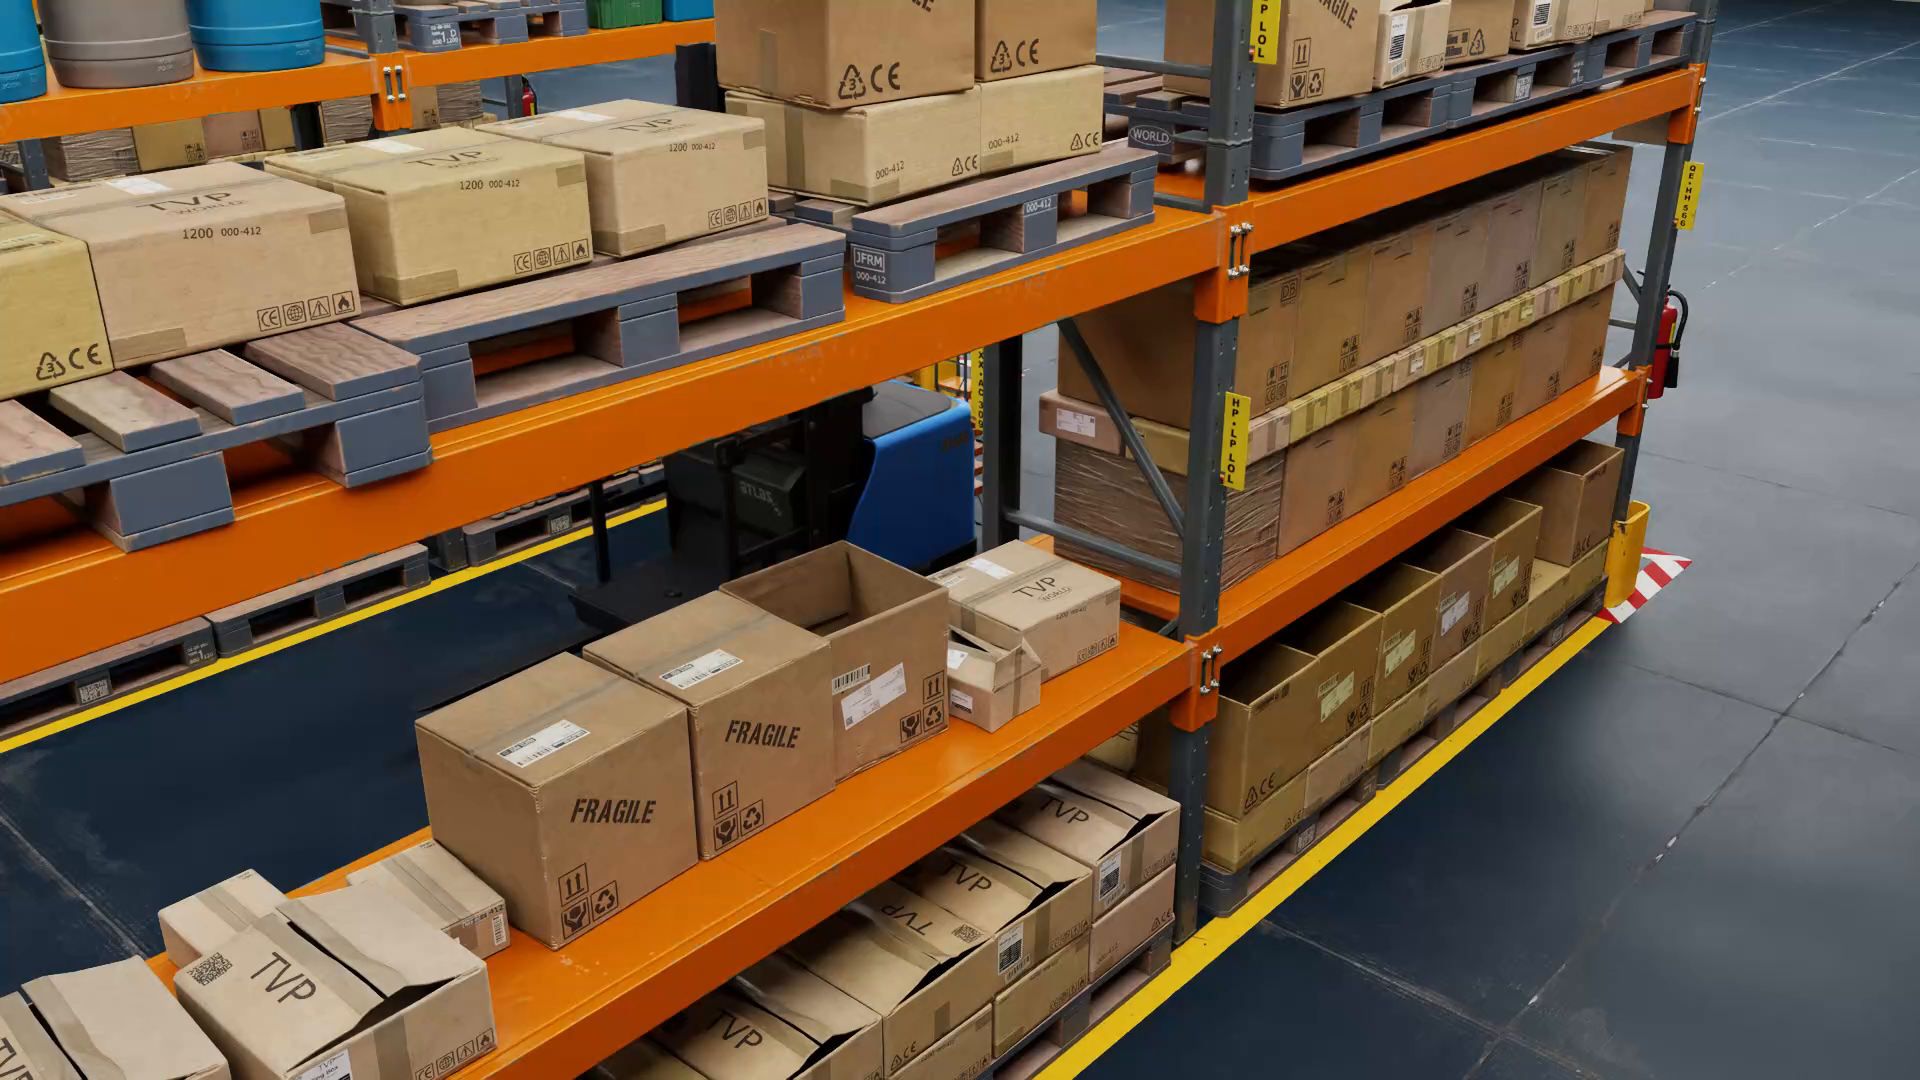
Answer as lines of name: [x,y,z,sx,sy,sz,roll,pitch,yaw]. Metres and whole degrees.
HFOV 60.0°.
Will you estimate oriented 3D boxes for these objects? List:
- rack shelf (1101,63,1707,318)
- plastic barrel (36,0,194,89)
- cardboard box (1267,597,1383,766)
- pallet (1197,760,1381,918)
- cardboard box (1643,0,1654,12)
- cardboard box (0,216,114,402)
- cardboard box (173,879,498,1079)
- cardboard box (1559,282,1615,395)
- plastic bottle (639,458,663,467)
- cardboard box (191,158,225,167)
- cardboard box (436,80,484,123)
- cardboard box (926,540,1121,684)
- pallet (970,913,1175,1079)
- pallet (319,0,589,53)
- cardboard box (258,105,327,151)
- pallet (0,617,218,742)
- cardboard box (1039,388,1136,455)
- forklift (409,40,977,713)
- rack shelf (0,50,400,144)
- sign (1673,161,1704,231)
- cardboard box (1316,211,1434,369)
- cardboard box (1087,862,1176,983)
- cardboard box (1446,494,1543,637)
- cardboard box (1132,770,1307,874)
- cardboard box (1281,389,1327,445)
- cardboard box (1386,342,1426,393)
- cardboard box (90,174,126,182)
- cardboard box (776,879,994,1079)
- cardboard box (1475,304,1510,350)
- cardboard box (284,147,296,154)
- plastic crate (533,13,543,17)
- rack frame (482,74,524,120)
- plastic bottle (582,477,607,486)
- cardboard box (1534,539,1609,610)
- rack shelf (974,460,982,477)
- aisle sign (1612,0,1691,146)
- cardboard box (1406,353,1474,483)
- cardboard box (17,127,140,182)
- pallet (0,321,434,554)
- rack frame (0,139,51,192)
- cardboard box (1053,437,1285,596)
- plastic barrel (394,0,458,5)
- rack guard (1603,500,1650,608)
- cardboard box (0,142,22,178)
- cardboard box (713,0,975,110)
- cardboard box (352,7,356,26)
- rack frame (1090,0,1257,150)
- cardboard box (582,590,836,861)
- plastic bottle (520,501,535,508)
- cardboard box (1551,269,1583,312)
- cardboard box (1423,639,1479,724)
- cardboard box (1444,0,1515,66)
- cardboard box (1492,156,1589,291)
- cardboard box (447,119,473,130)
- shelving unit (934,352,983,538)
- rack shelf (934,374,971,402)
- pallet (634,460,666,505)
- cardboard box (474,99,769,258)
rack shelf: [1.829,-1.628,6.927,1.077,0.370,4.000,20,31,38]
plastic barrel: [-3.806,-2.516,7.415,0.600,0.901,0.600,0,24,0]
cardboard box: [1.365,0.533,6.827,0.500,0.500,0.500,20,31,38]
pallet: [1.056,1.063,7.120,1.003,0.211,1.213,20,31,38]
cardboard box: [2.777,-2.694,7.615,0.637,0.503,0.797,-22,32,-39]
cardboard box: [-1.915,-0.405,2.990,0.500,0.250,0.500,17,29,34]
cardboard box: [-1.434,1.062,3.825,0.500,0.311,0.500,20,31,37]
cardboard box: [2.843,-1.104,8.423,0.700,0.500,0.500,20,31,38]
plastic bottle: [-1.935,-0.643,10.219,0.144,0.351,0.185,20,31,37]
cardboard box: [-5.833,-2.853,12.754,0.380,0.149,0.250,20,31,38]
cardboard box: [-4.598,-3.924,14.350,0.875,0.500,0.500,20,31,38]
cardboard box: [0.198,0.252,5.704,0.500,0.250,0.500,-22,32,-40]
pallet: [0.031,1.529,6.081,1.003,0.211,1.213,20,31,38]
pallet: [-2.783,-2.861,9.028,1.213,0.211,1.003,20,31,38]
cardboard box: [-5.551,-3.449,13.291,0.875,0.500,0.500,20,31,38]
pallet: [-4.502,0.564,8.234,1.003,0.211,1.213,20,31,38]
cardboard box: [0.516,-0.461,6.197,0.380,0.149,0.250,20,31,37]
forklift: [-1.251,-0.754,7.849,1.130,2.935,3.031,20,31,37]
rack shelf: [-4.527,-1.763,7.228,1.077,0.370,4.000,20,31,38]
sign: [3.559,-1.681,8.127,0.100,0.325,0.005,20,31,38]
cardboard box: [1.457,-1.059,6.738,0.700,0.500,0.500,20,31,37]
cardboard box: [0.433,1.291,6.053,0.500,0.250,0.500,20,31,37]
cardboard box: [2.371,0.077,7.842,0.500,0.500,0.500,20,31,38]
cardboard box: [1.029,1.027,6.642,0.500,0.250,0.500,20,31,38]
cardboard box: [1.156,-0.504,6.293,0.380,0.149,0.250,19,30,36]
cardboard box: [1.675,-0.742,6.824,0.380,0.149,0.250,19,30,36]
cardboard box: [-6.337,-2.625,12.246,0.380,0.149,0.250,20,31,38]
cardboard box: [-0.240,1.342,5.252,0.500,0.311,0.500,20,31,37]
cardboard box: [2.187,-0.975,7.343,0.380,0.149,0.250,21,32,39]
cardboard box: [-5.389,-3.102,13.309,0.380,0.149,0.250,20,31,38]
plastic crate: [-2.422,-3.179,9.831,0.243,0.136,0.396,20,31,38]
rack frame: [-4.211,-3.903,14.788,1.000,3.000,0.127,20,31,38]
plastic bottle: [-2.218,-0.514,9.930,0.144,0.351,0.185,19,30,35]
cardboard box: [3.026,0.110,8.685,0.500,0.250,0.500,20,31,38]
rack shelf: [0.010,-0.402,9.582,0.258,0.103,0.180,20,31,38]
aisle sign: [3.426,-2.323,8.087,0.394,0.787,0.004,20,31,38]
cardboard box: [1.811,-0.631,7.369,0.700,0.500,0.500,21,32,39]
cardboard box: [-6.534,-2.986,12.257,0.875,0.500,0.500,20,31,38]
pallet: [-1.789,-0.273,3.257,1.213,0.211,1.003,22,32,40]
rack frame: [-6.881,-2.684,12.070,1.000,3.000,0.127,20,31,38]
cardboard box: [0.786,-0.161,6.320,0.700,0.500,0.500,19,30,36]
plastic barrel: [-2.758,-3.021,8.504,0.421,0.512,0.421,0,24,0]
rack guard: [3.180,-0.063,9.280,1.175,0.500,0.348,20,31,38]
cardboard box: [-9.436,-3.740,16.508,0.875,0.875,0.875,20,31,38]
cardboard box: [-0.310,-1.455,4.416,0.500,0.500,0.500,-21,31,-38]
cardboard box: [-5.059,-4.000,13.297,0.500,0.500,0.500,20,31,38]
rack frame: [0.494,-2.715,4.807,1.000,3.000,0.127,20,31,38]
cardboard box: [-0.717,0.519,4.804,0.500,0.500,0.500,20,31,38]
plastic bottle: [-2.517,-0.295,9.624,0.097,0.201,0.097,0,24,0]
cardboard box: [2.706,-1.212,7.871,0.380,0.149,0.250,20,31,37]
cardboard box: [2.034,0.571,7.658,0.500,0.250,0.500,20,31,38]
cardboard box: [1.687,-2.117,6.327,0.637,0.503,0.797,-20,31,-37]
cardboard box: [2.460,-1.518,7.761,0.700,0.500,0.500,19,30,36]
cardboard box: [-4.415,-3.569,14.351,0.380,0.149,0.250,20,31,38]
shelving unit: [0.010,-0.552,9.514,0.258,1.200,0.189,20,31,38]
rack shelf: [0.010,-0.840,9.385,0.258,0.103,0.180,20,31,38]
pallet: [-1.899,-0.626,10.888,1.003,0.211,1.213,20,31,38]
cardboard box: [-0.828,-0.904,4.104,0.500,0.250,0.500,17,29,33]
